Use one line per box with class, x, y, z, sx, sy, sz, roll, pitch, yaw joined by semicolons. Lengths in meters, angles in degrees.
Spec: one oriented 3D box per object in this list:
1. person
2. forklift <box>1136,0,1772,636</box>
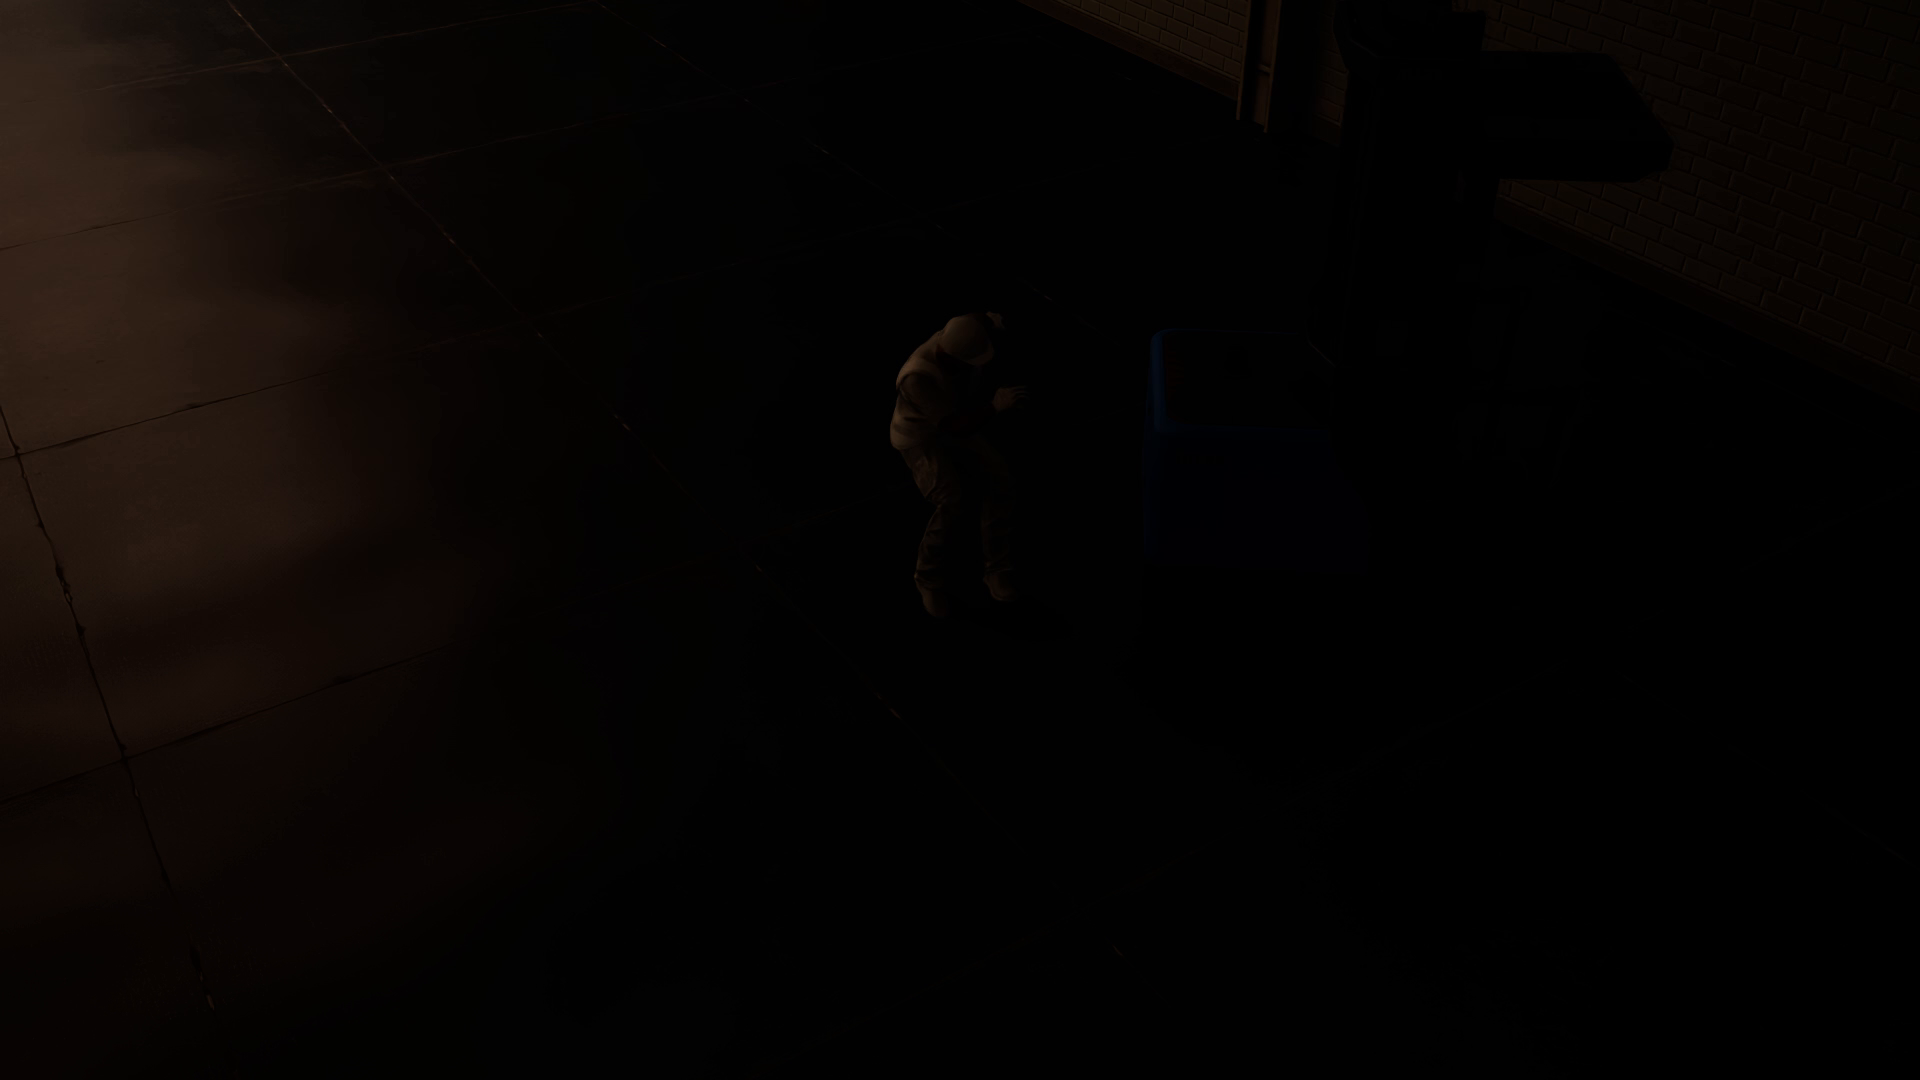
person;0.127;-0.535;8.243;0.957;1.470;1.232;27;43;33
forklift;2.422;-1.052;7.645;3.031;2.935;1.130;2;35;4
